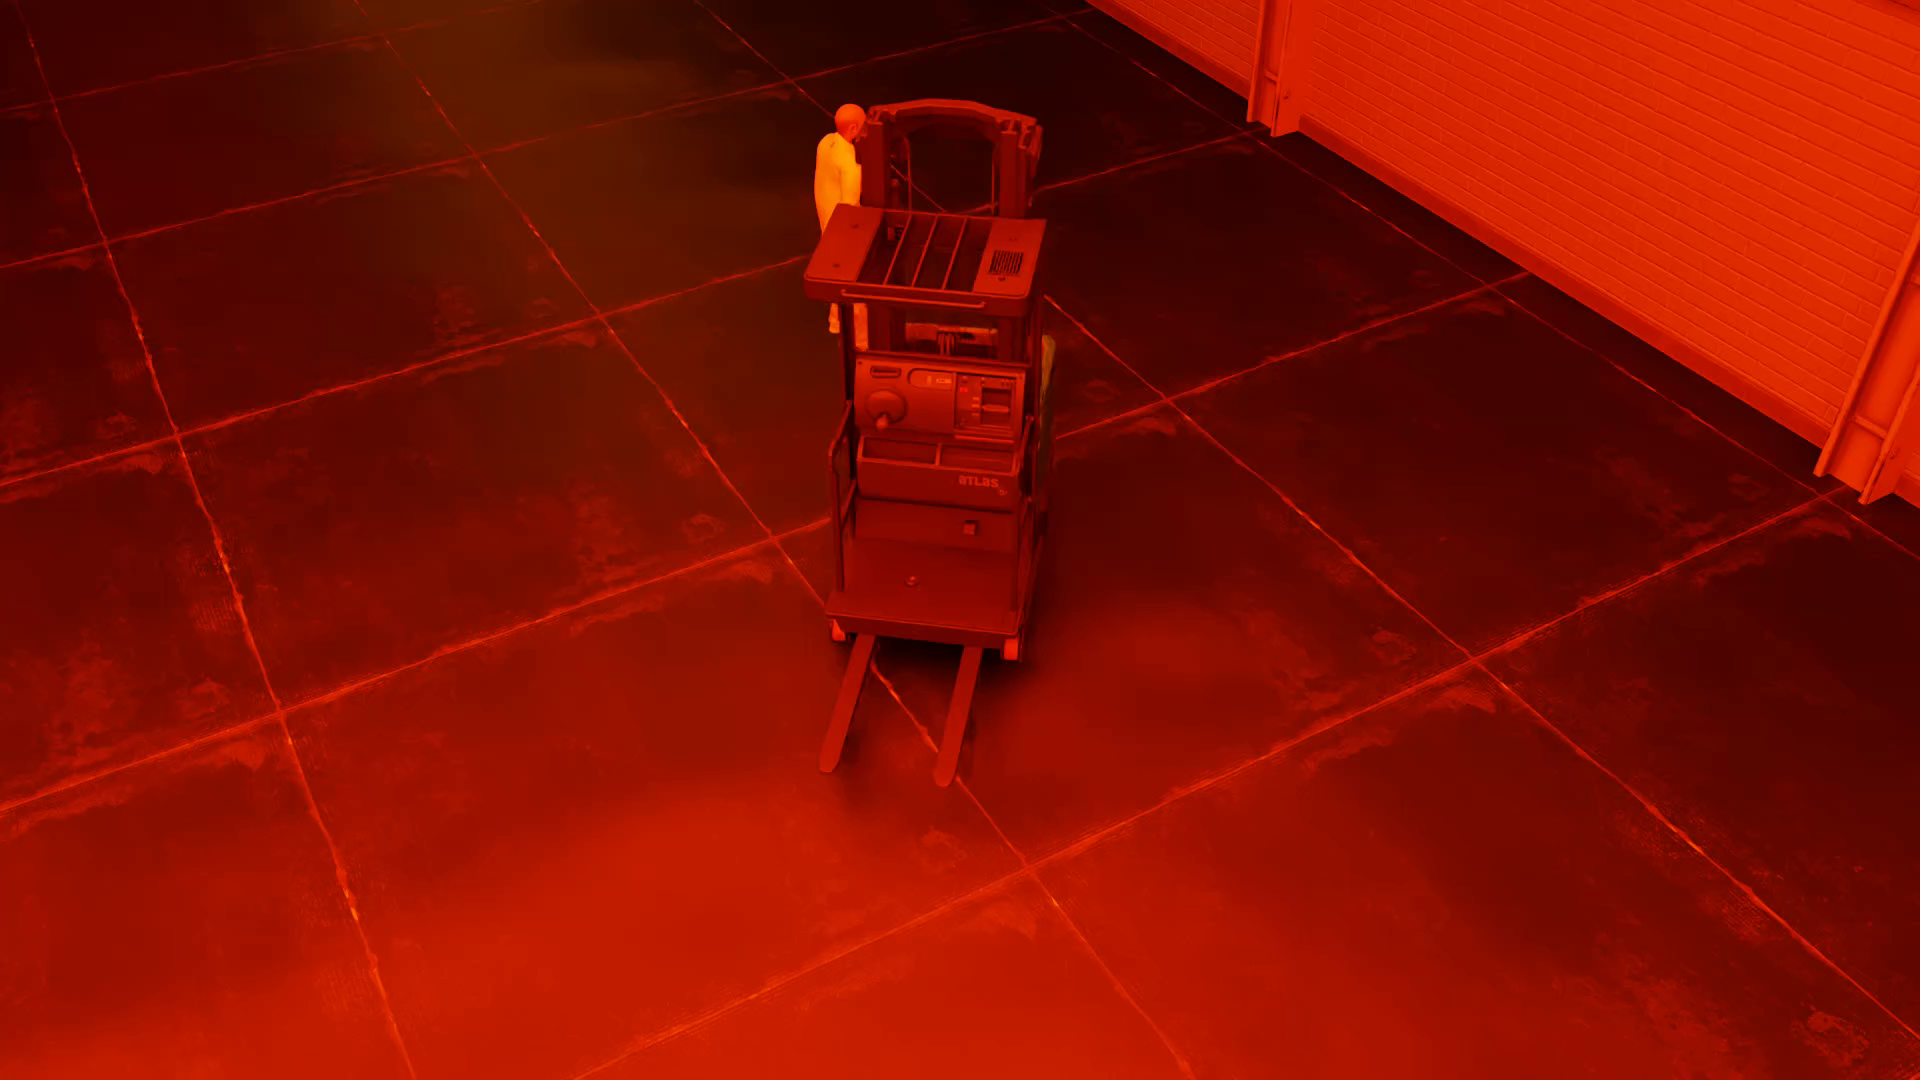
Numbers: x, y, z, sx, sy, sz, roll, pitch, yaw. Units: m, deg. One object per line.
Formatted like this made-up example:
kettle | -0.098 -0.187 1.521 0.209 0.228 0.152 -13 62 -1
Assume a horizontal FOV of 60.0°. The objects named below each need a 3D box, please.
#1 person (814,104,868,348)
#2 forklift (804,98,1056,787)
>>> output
person | -0.773 -2.181 11.573 0.428 1.772 0.644 -14 42 -16
forklift | -0.145 -0.688 8.865 1.130 2.935 3.031 6 40 7
